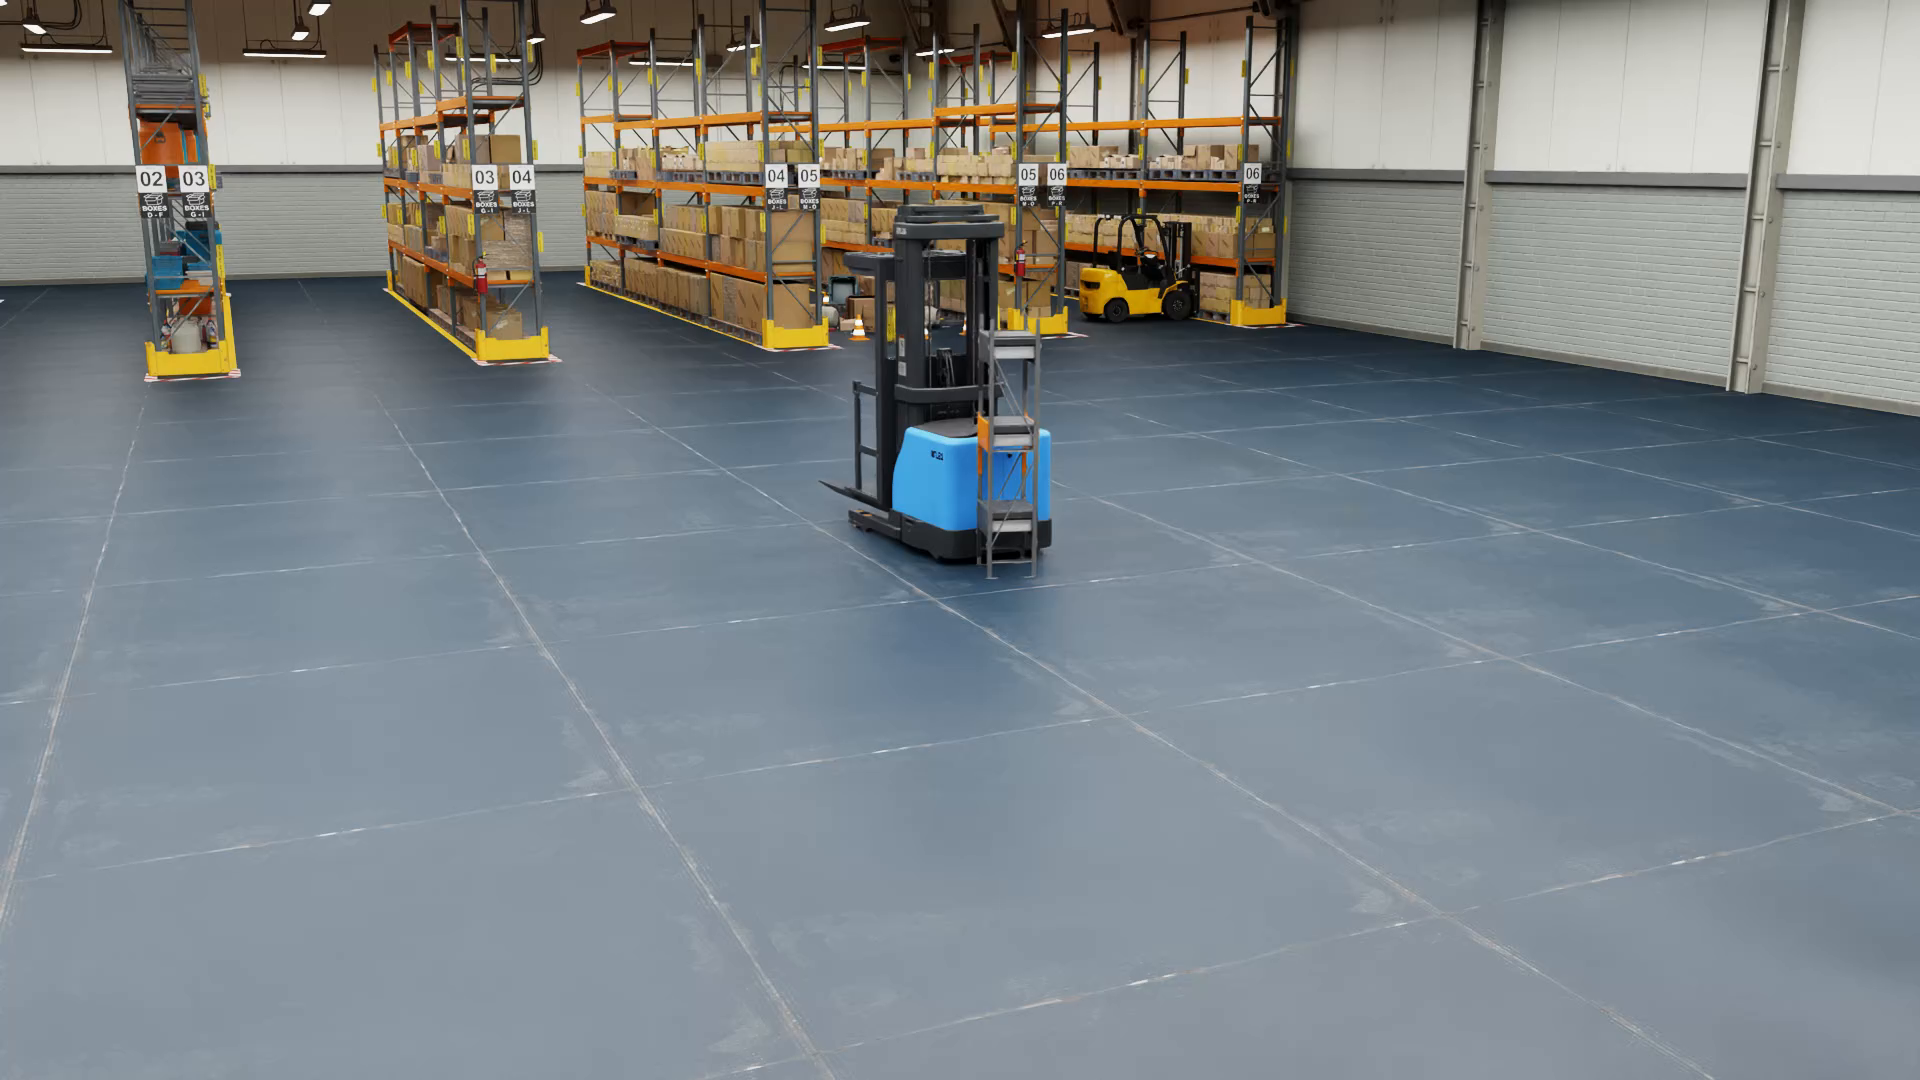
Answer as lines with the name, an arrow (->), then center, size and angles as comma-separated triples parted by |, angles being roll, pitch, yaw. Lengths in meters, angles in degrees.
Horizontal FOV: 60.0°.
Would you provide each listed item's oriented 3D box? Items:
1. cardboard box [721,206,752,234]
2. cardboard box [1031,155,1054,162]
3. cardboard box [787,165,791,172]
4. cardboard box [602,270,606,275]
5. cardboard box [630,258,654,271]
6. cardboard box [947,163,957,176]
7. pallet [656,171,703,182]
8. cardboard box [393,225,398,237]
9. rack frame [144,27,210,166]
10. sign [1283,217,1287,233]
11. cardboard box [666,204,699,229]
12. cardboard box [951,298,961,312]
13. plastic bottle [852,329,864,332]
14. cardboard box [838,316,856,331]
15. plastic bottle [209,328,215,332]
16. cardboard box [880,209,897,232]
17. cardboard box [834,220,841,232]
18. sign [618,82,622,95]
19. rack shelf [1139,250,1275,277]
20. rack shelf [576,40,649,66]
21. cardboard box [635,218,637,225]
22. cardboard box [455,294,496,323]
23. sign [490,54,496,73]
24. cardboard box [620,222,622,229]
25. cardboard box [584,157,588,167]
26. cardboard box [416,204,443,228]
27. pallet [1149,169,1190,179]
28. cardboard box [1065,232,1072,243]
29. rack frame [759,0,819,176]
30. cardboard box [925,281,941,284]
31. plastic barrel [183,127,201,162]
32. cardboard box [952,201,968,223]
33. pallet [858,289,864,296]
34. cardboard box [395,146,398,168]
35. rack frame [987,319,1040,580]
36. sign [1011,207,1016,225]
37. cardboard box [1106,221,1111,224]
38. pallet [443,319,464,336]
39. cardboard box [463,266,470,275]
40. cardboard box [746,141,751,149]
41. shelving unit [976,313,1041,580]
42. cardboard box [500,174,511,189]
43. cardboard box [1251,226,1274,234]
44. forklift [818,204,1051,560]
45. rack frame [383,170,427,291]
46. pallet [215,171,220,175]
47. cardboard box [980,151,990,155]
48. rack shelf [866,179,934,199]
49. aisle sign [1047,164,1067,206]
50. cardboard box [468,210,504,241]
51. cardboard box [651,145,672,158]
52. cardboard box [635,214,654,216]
cardboard box -> -4.128, -6.207, 32.310 | 0.875, 0.550, 0.550 | -6, 14, -23
cardboard box -> 1.570, -7.251, 31.685 | 0.380, 0.149, 0.250 | -6, 14, -23
cardboard box -> -2.916, -6.709, 29.956 | 0.380, 0.149, 0.250 | -5, 14, -22
cardboard box -> -8.970, -6.886, 42.700 | 0.380, 0.149, 0.250 | -6, 14, -26
cardboard box -> -7.507, -6.509, 39.291 | 0.500, 0.250, 0.500 | -5, 14, -21
cardboard box -> 0.064, -7.570, 33.947 | 0.500, 0.250, 0.500 | -6, 14, -23
pallet -> -5.867, -7.858, 35.936 | 1.213, 0.211, 1.003 | -5, 14, -20
cardboard box -> -13.393, -7.473, 40.178 | 0.500, 0.250, 0.500 | -6, 14, -24
rack frame -> -16.899, -9.492, 35.923 | 1.000, 3.000, 0.127 | -6, 14, -23
sign -> 6.583, -6.390, 33.733 | 0.100, 0.325, 0.005 | -6, 14, -23
cardboard box -> -6.003, -7.059, 36.279 | 0.700, 0.500, 0.500 | -6, 14, -23
cardboard box -> 0.137, -4.868, 34.417 | 0.500, 0.250, 0.500 | -5, 14, -20
plastic bottle -> -1.998, -4.080, 32.361 | 0.133, 0.061, 0.283 | -12, 18, -42
cardboard box -> -2.195, -4.270, 32.729 | 0.396, 0.266, 0.258 | -3, 13, -13
plastic bottle -> -12.711, -3.469, 28.281 | 0.097, 0.271, 0.097 | 0, 13, 0
cardboard box -> -1.495, -7.262, 37.783 | 0.500, 0.500, 0.500 | -5, 14, -20
cardboard box -> -2.746, -7.649, 40.492 | 0.500, 0.250, 0.500 | -6, 14, -25
sign -> -8.862, -11.771, 43.347 | 0.100, 0.325, 0.005 | -6, 14, -23
rack shelf -> 5.271, -5.944, 35.495 | 1.077, 0.370, 4.000 | -6, 14, -23
rack shelf -> -8.577, -12.048, 41.193 | 1.077, 0.370, 4.000 | -6, 14, -23
cardboard box -> -7.195, -7.260, 37.893 | 0.380, 0.149, 0.250 | -6, 14, -23
cardboard box -> -9.383, -4.489, 32.180 | 0.700, 0.500, 0.500 | -7, 15, -27
sign -> -8.652, -8.825, 30.796 | 0.100, 0.325, 0.005 | -6, 14, -23
cardboard box -> -7.830, -7.441, 39.333 | 0.380, 0.149, 0.250 | -5, 14, -22
cardboard box -> -9.437, -9.785, 43.069 | 0.500, 0.250, 0.500 | -5, 14, -22
cardboard box -> -11.570, -7.153, 36.675 | 0.797, 0.503, 0.637 | -5, 14, -21
pallet -> 4.835, -7.952, 36.120 | 1.003, 0.211, 1.213 | -6, 14, -23
cardboard box -> 2.822, -7.347, 40.295 | 0.500, 0.250, 0.500 | -6, 14, -23
rack frame -> -2.969, -7.887, 28.990 | 1.000, 3.000, 0.127 | -6, 14, -23
cardboard box -> -0.860, -5.583, 37.235 | 0.950, 0.372, 0.625 | -5, 14, -21
plastic barrel -> -16.076, -8.140, 34.694 | 0.600, 0.901, 0.708 | -6, 14, -23
cardboard box -> 0.262, -6.615, 33.700 | 0.700, 0.500, 0.500 | -6, 14, -24
pallet -> -1.926, -5.896, 39.877 | 1.003, 0.211, 1.213 | -6, 14, -23
cardboard box -> -12.941, -9.047, 39.281 | 0.700, 0.500, 0.500 | -5, 14, -20
rack frame -> 0.426, -0.708, 13.267 | 0.400, 2.100, 0.015 | -2, 13, -9
sign -> 1.009, -6.104, 31.323 | 0.100, 0.325, 0.005 | -6, 14, -23
cardboard box -> 3.591, -7.384, 38.462 | 0.380, 0.149, 0.250 | -5, 14, -22
pallet -> -9.470, -4.166, 32.400 | 1.003, 0.211, 1.213 | -6, 14, -23
cardboard box -> -8.555, -4.755, 29.321 | 0.380, 0.149, 0.250 | -6, 14, -23
cardboard box -> -3.616, -7.088, 29.828 | 0.380, 0.149, 0.250 | -5, 14, -22
shelving unit -> 0.387, -0.763, 13.502 | 0.431, 2.100, 0.503 | -2, 13, -9
cardboard box -> -7.510, -6.048, 28.030 | 0.500, 0.250, 0.500 | -5, 14, -21
cardboard box -> 6.174, -6.339, 33.948 | 0.380, 0.149, 0.250 | -6, 14, -24
forklift -> -0.372, -1.546, 15.051 | 1.130, 2.935, 3.031 | -7, 15, -28
rack frame -> -13.964, -7.843, 42.103 | 1.000, 3.000, 0.127 | -6, 14, -23
pallet -> -16.496, -7.785, 35.621 | 1.213, 0.211, 1.003 | -6, 14, -23
cardboard box -> 0.843, -10.220, 44.286 | 0.500, 0.250, 0.500 | -6, 14, -23
rack shelf -> -0.878, -7.783, 36.787 | 1.077, 0.370, 4.000 | -6, 14, -23
aisle sign -> 1.835, -6.714, 31.460 | 0.394, 0.787, 0.004 | -6, 14, -23
cardboard box -> -8.001, -5.309, 28.057 | 0.500, 0.500, 0.500 | -6, 14, -23
cardboard box -> -6.574, -8.560, 36.631 | 0.396, 0.266, 0.258 | -6, 14, -23
cardboard box -> -7.744, -7.762, 40.874 | 0.500, 0.500, 0.500 | -6, 14, -24
